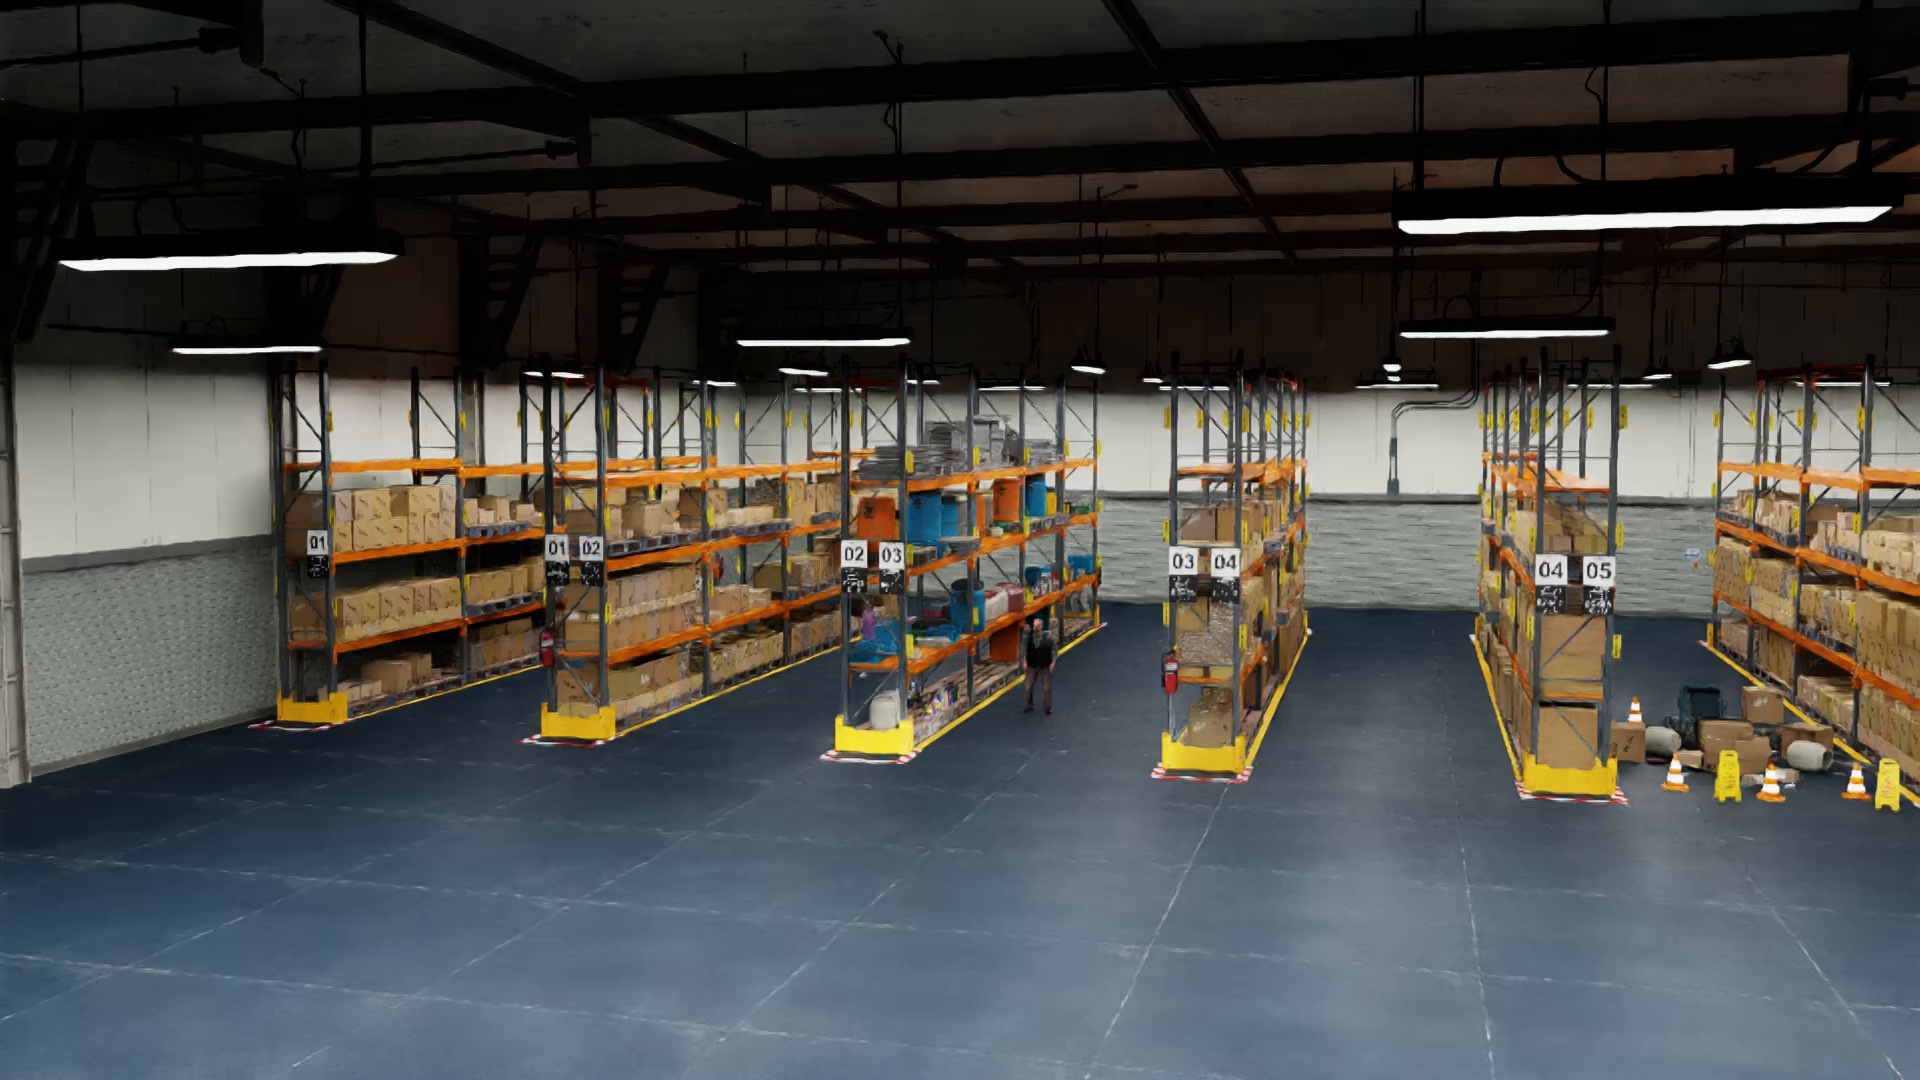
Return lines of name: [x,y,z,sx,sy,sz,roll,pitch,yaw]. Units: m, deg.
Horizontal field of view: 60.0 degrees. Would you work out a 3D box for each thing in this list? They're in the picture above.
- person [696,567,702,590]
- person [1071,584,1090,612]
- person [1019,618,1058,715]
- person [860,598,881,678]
person: [-6.212,1.388,38.963,0.455,1.587,1.088,1,4,13]
person: [2.990,1.193,41.586,0.547,1.656,0.535,-1,4,-13]
person: [1.339,2.144,28.260,0.677,1.671,0.534,1,4,13]
person: [-1.722,1.888,32.489,0.432,1.539,0.947,1,4,14]
